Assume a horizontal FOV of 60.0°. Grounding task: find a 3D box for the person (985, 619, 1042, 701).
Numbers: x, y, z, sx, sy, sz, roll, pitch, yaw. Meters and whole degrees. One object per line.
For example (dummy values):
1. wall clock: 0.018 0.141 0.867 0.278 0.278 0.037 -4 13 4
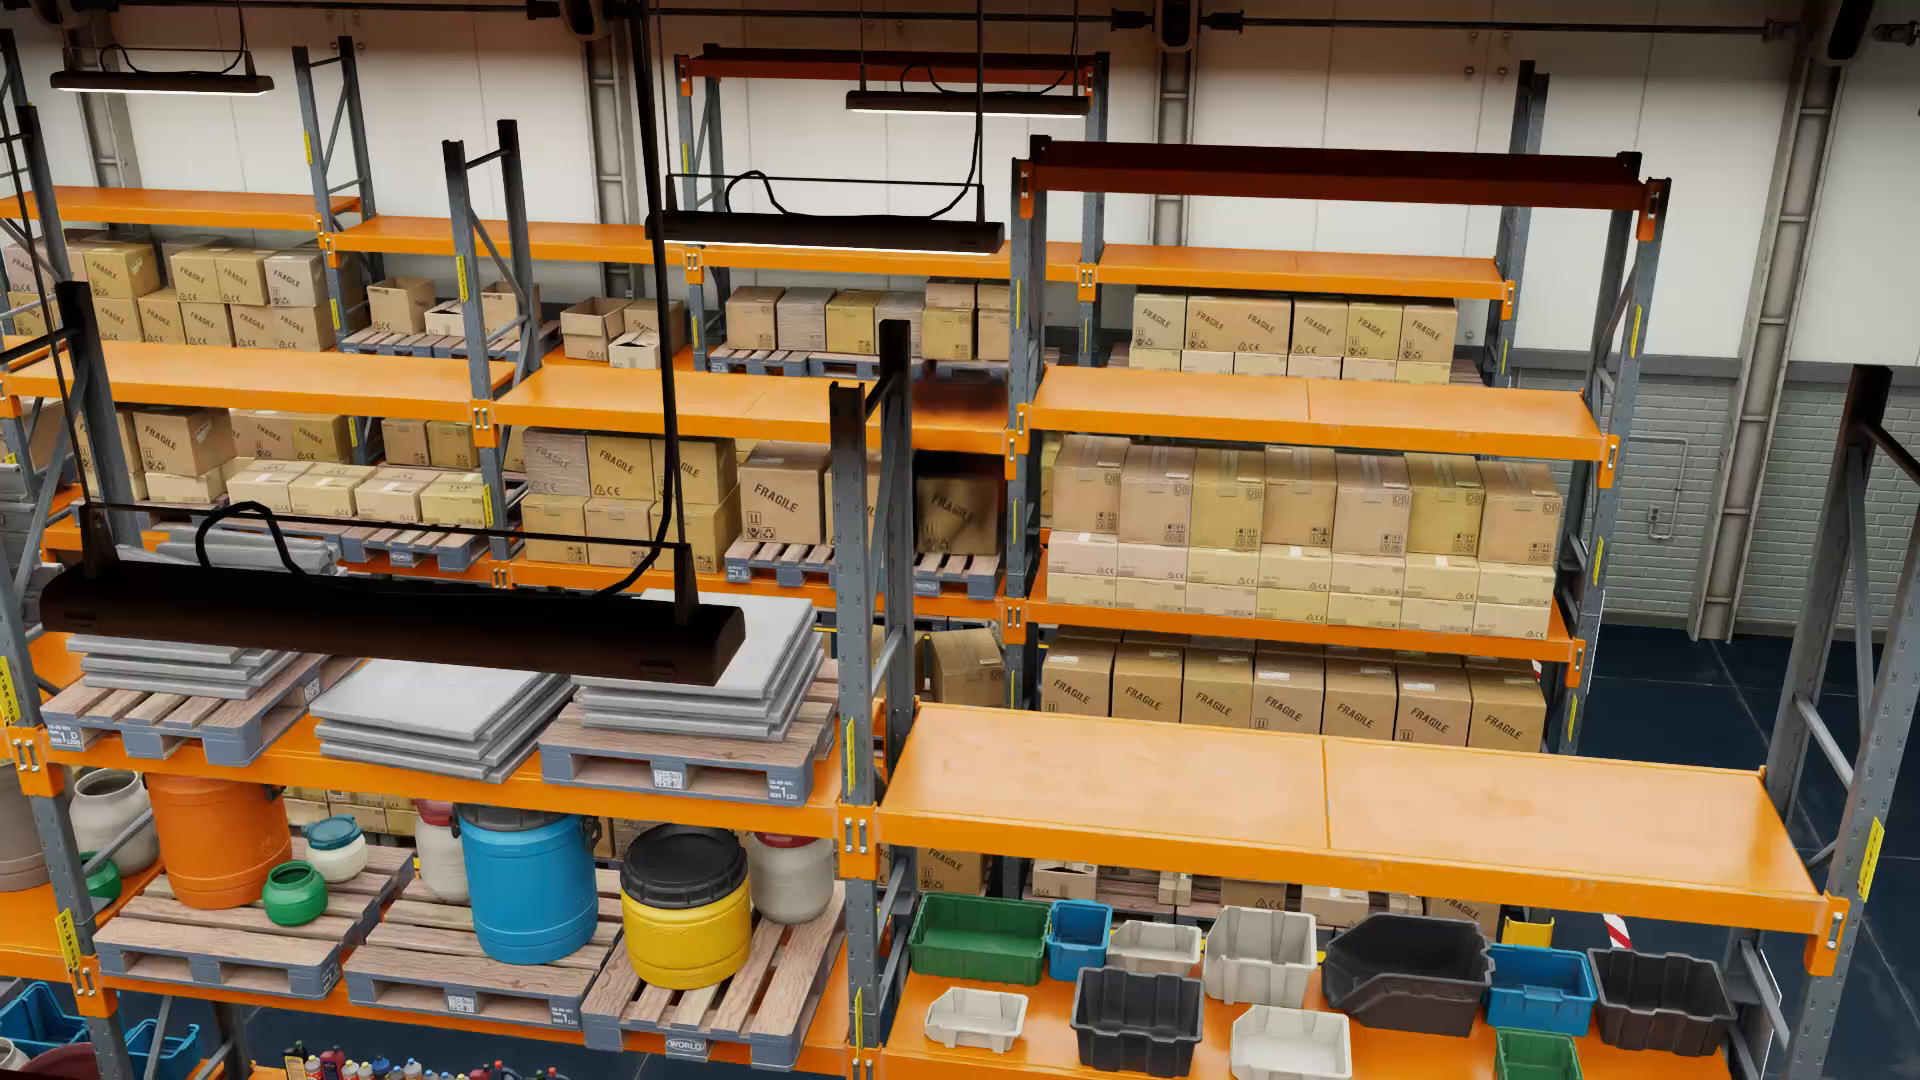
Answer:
1. person: 0.477 1.024 15.723 0.629 1.635 0.553 3 23 8
